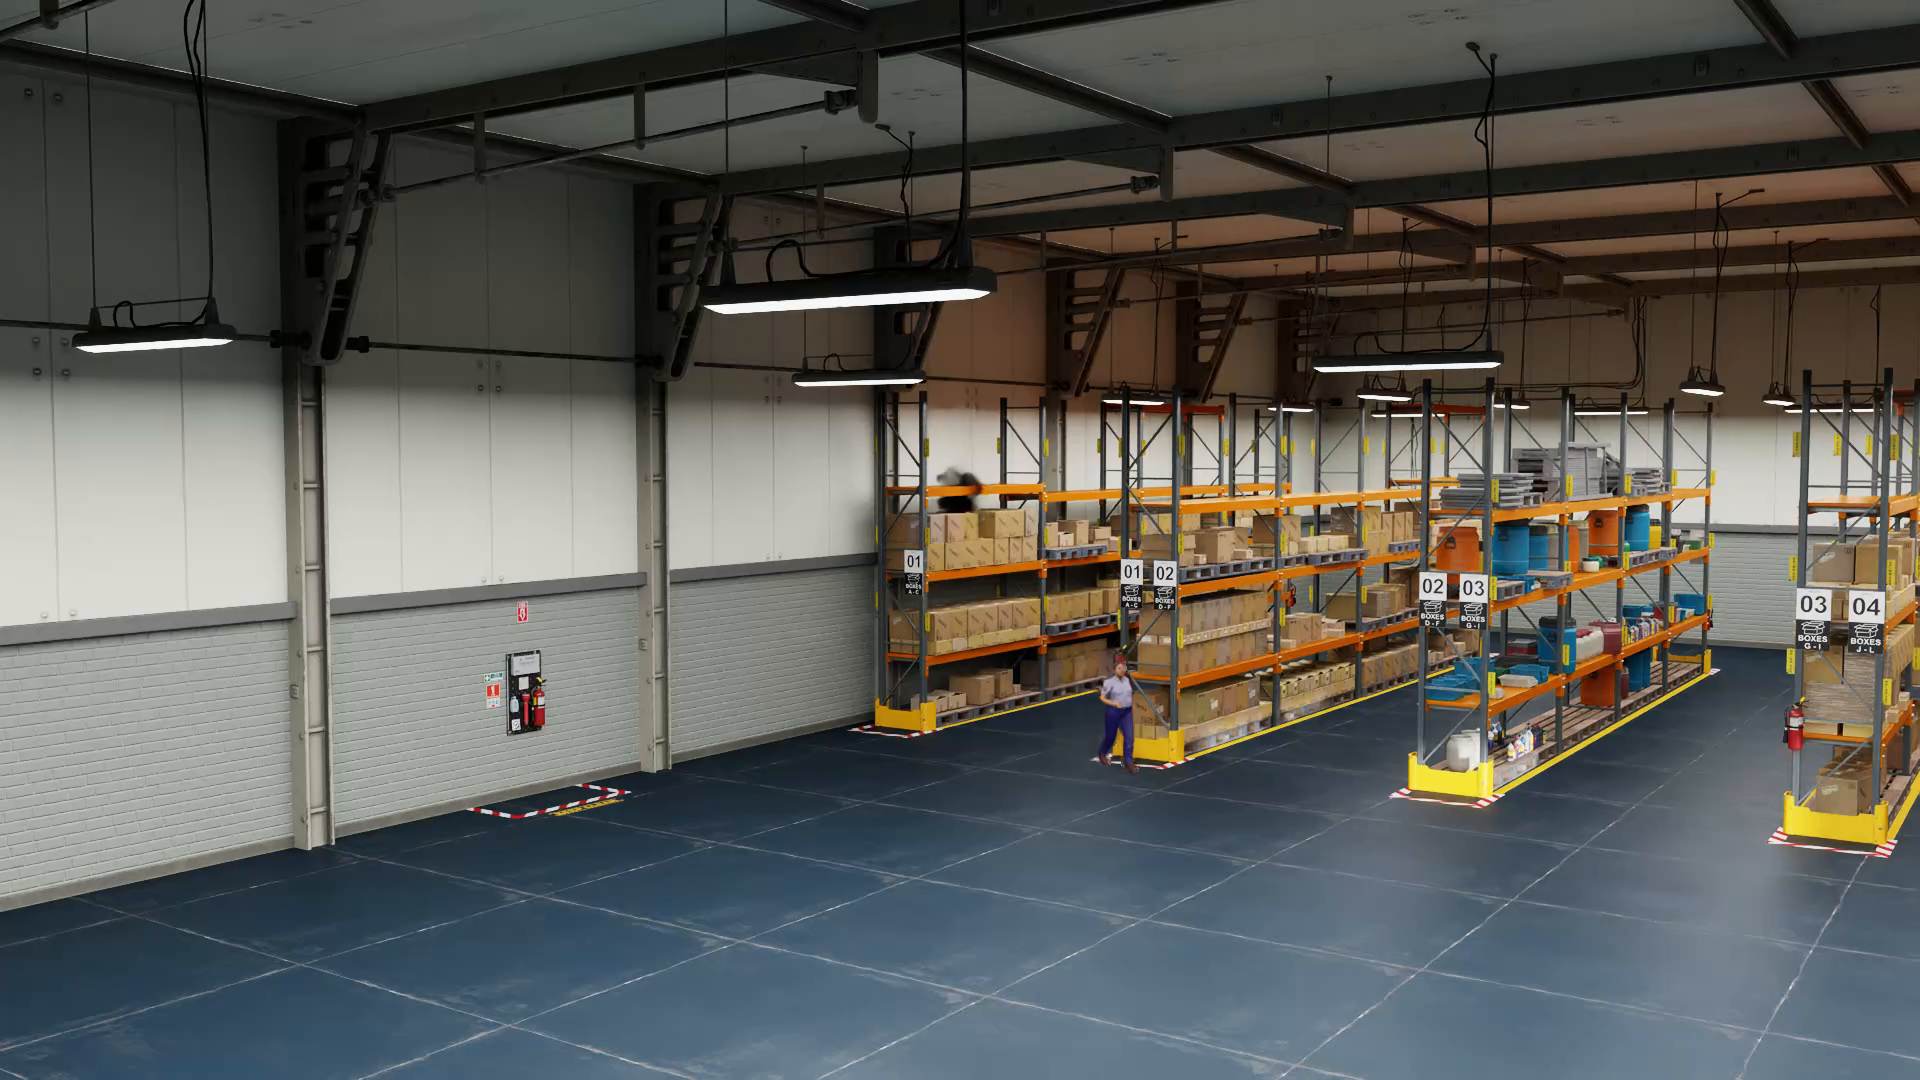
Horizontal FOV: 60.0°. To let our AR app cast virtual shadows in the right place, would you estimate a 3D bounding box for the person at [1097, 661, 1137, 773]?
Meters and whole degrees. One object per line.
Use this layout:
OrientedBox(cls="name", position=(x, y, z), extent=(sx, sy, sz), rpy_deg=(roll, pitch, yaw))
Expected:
OrientedBox(cls="person", position=(2.397, 2.650, 25.162), extent=(0.623, 1.631, 0.917), rpy_deg=(-1, 4, -25))
